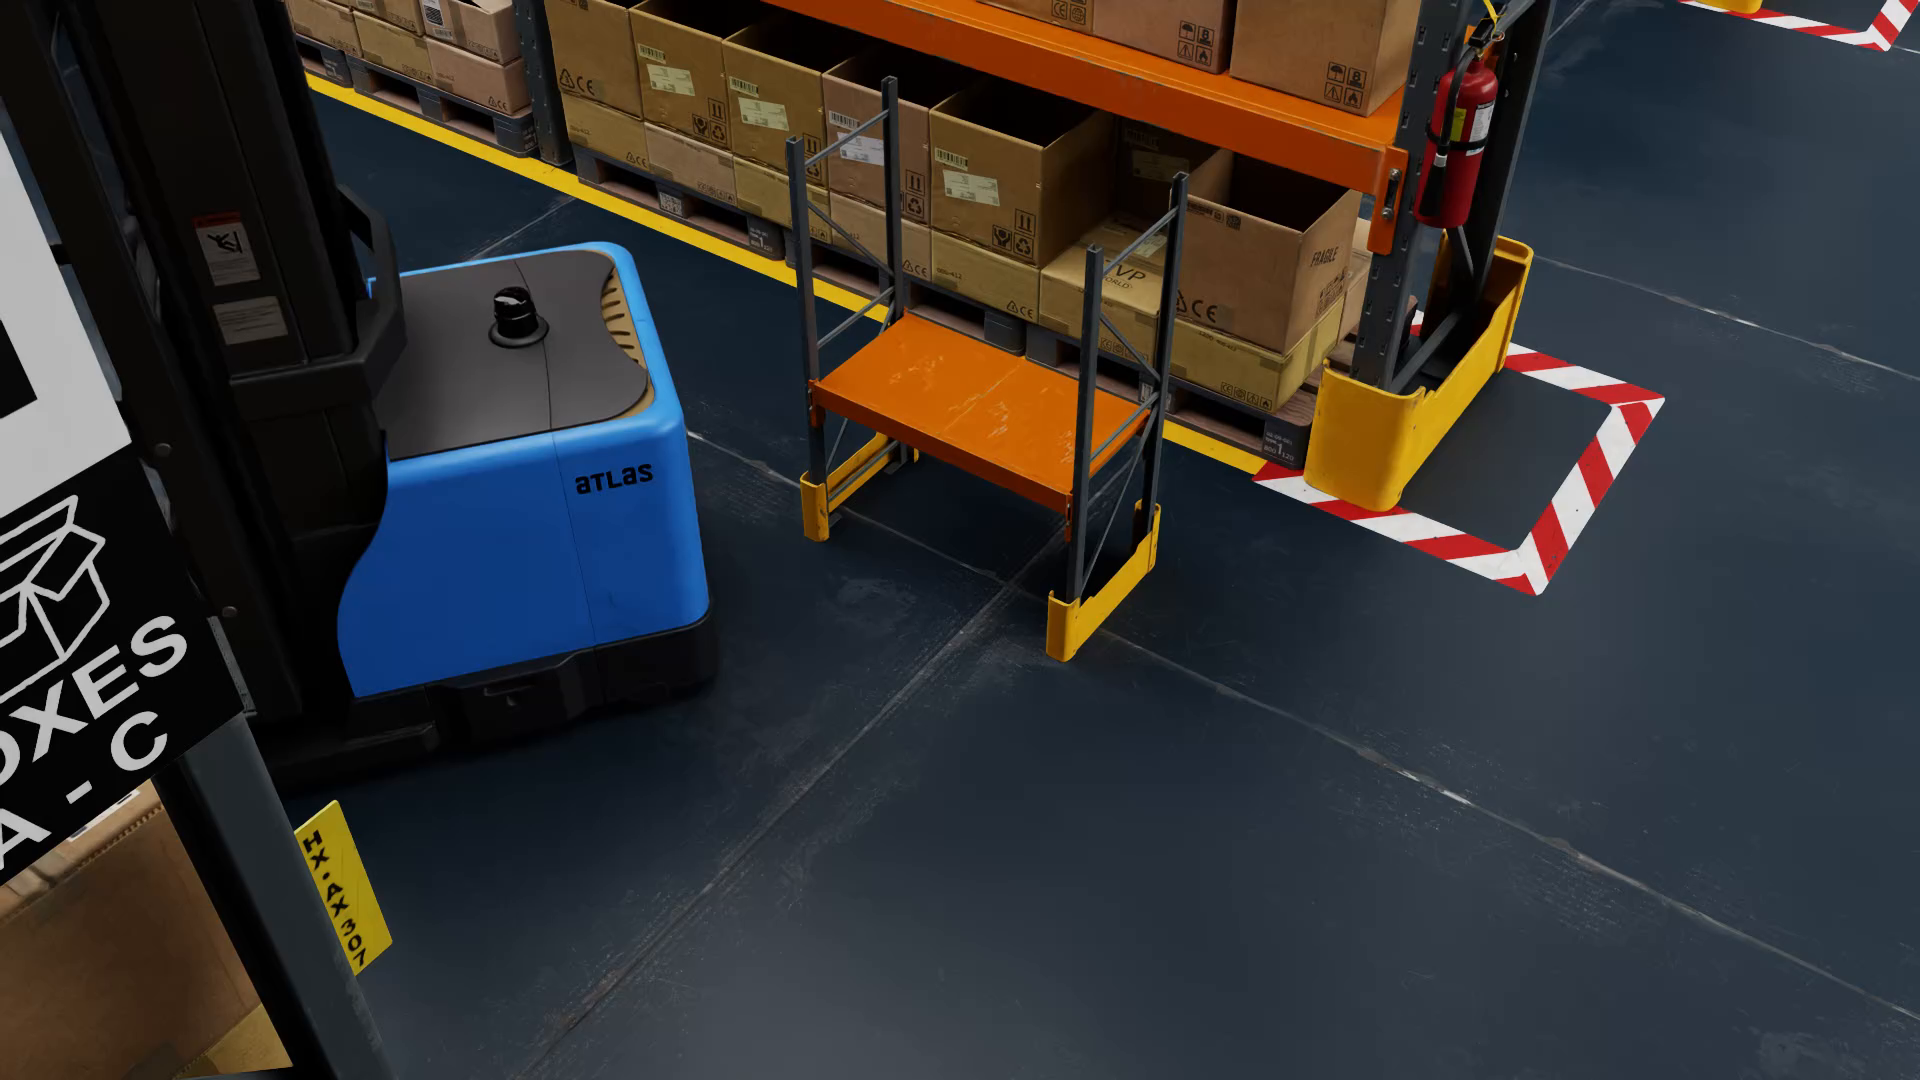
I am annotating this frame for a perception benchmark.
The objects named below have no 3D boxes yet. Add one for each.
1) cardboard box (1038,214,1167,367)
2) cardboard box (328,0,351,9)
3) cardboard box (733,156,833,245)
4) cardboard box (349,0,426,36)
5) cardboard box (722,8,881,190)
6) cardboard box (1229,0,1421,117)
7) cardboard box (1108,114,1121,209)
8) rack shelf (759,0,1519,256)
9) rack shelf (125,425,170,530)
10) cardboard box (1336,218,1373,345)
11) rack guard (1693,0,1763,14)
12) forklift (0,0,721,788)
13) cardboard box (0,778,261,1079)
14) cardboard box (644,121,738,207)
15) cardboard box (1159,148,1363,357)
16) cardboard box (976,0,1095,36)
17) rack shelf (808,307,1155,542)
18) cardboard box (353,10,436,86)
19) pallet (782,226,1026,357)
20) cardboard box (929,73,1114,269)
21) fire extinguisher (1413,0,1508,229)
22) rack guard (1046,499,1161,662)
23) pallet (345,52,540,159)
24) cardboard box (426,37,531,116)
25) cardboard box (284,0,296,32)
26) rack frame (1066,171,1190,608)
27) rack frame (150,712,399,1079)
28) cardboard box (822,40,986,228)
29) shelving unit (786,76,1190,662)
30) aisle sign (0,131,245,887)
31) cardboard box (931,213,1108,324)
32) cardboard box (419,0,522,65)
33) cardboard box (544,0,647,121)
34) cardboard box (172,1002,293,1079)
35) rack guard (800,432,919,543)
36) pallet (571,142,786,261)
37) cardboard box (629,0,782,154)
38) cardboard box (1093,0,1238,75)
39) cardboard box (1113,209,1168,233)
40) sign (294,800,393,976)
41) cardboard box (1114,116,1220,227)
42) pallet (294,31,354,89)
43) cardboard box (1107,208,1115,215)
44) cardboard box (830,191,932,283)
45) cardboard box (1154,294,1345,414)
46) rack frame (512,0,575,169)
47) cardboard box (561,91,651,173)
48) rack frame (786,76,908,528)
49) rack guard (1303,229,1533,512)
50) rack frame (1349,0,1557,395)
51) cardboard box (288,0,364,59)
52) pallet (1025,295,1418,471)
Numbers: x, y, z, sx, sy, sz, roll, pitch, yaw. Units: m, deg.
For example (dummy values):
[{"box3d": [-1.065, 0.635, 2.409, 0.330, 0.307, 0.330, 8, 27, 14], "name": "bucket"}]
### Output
[{"box3d": [0.644, -0.953, 6.312, 0.500, 0.250, 0.500, 25, 48, 25], "name": "cardboard box"}, {"box3d": [-2.939, -2.851, 8.013, 0.500, 0.311, 0.500, 25, 47, 25], "name": "cardboard box"}, {"box3d": [-0.588, -1.524, 6.951, 0.500, 0.250, 0.500, 25, 48, 25], "name": "cardboard box"}, {"box3d": [-2.532, -2.659, 7.798, 0.500, 0.311, 0.500, 26, 48, 26], "name": "cardboard box"}, {"box3d": [-0.587, -1.804, 6.701, 0.500, 0.500, 0.500, 25, 48, 25], "name": "cardboard box"}, {"box3d": [1.294, -1.815, 5.454, 0.500, 0.500, 0.700, 25, 48, 25], "name": "cardboard box"}, {"box3d": [0.530, -1.705, 6.591, 0.500, 0.500, 0.500, 25, 48, 25], "name": "cardboard box"}, {"box3d": [0.031, -2.090, 6.375, 4.000, 0.370, 1.077, 25, 48, 25], "name": "rack shelf"}, {"box3d": [-2.810, -0.502, 2.351, 4.000, 0.370, 1.077, 25, 48, 25], "name": "rack shelf"}, {"box3d": [1.357, -1.051, 6.422, 0.500, 0.250, 0.500, 25, 48, 25], "name": "cardboard box"}, {"box3d": [4.427, -3.367, 9.138, 0.348, 0.500, 1.175, 25, 48, 25], "name": "rack guard"}, {"box3d": [-2.325, -0.637, 4.264, 3.031, 2.935, 1.130, -12, 43, -13], "name": "forklift"}, {"box3d": [-1.391, 0.536, 2.437, 0.500, 0.500, 0.500, 25, 48, 25], "name": "cardboard box"}, {"box3d": [-0.994, -1.718, 7.168, 0.500, 0.250, 0.500, 25, 48, 25], "name": "cardboard box"}, {"box3d": [1.059, -1.046, 5.854, 0.500, 0.500, 0.500, 25, 48, 25], "name": "cardboard box"}, {"box3d": [0.458, -2.207, 5.892, 0.500, 0.500, 0.700, 25, 48, 26], "name": "cardboard box"}, {"box3d": [0.070, -0.392, 5.333, 1.000, 0.185, 0.538, 25, 48, 25], "name": "rack shelf"}, {"box3d": [-2.525, -2.451, 7.986, 0.500, 0.250, 0.500, 24, 47, 25], "name": "cardboard box"}, {"box3d": [0.024, -1.290, 7.034, 1.213, 0.211, 1.003, 25, 48, 25], "name": "pallet"}, {"box3d": [0.232, -1.421, 6.273, 0.500, 0.500, 0.500, 25, 48, 25], "name": "cardboard box"}, {"box3d": [1.499, -1.264, 4.972, 0.183, 0.674, 0.296, 25, 48, 25], "name": "fire extinguisher"}, {"box3d": [0.470, 0.127, 5.421, 0.087, 0.250, 0.587, 25, 48, 25], "name": "rack guard"}, {"box3d": [-2.232, -2.345, 8.213, 1.213, 0.211, 1.003, 25, 48, 25], "name": "pallet"}, {"box3d": [-2.112, -2.256, 7.769, 0.500, 0.250, 0.500, 25, 47, 25], "name": "cardboard box"}, {"box3d": [-3.360, -2.842, 8.424, 0.500, 0.250, 0.500, 26, 48, 26], "name": "cardboard box"}, {"box3d": [0.486, -0.332, 4.996, 0.032, 1.500, 0.500, 25, 48, 25], "name": "rack frame"}, {"box3d": [-1.173, 1.114, 2.256, 0.127, 3.000, 1.000, 25, 48, 25], "name": "rack frame"}, {"box3d": [-0.177, -1.613, 6.488, 0.500, 0.500, 0.500, 25, 48, 25], "name": "cardboard box"}, {"box3d": [0.062, -0.530, 5.217, 1.083, 1.500, 0.587, 25, 48, 25], "name": "shelving unit"}, {"box3d": [-0.941, 0.009, 1.541, 0.004, 0.787, 0.394, 25, 48, 25], "name": "aisle sign"}, {"box3d": [0.233, -1.143, 6.525, 0.500, 0.250, 0.500, 25, 48, 25], "name": "cardboard box"}, {"box3d": [-2.102, -2.463, 7.580, 0.500, 0.311, 0.500, 25, 48, 25], "name": "cardboard box"}, {"box3d": [-1.406, -2.186, 7.129, 0.500, 0.500, 0.500, 25, 48, 25], "name": "cardboard box"}, {"box3d": [-1.390, 0.802, 2.702, 0.500, 0.250, 0.500, 24, 47, 24], "name": "cardboard box"}, {"box3d": [-0.345, -0.255, 5.847, 0.087, 0.250, 0.587, 25, 48, 25], "name": "rack guard"}, {"box3d": [-0.979, -1.757, 7.555, 1.213, 0.211, 1.003, 25, 48, 25], "name": "pallet"}, {"box3d": [-0.992, -1.999, 6.920, 0.500, 0.500, 0.500, 25, 48, 25], "name": "cardboard box"}, {"box3d": [0.861, -2.014, 5.676, 0.500, 0.500, 0.700, 26, 48, 26], "name": "cardboard box"}, {"box3d": [0.946, -1.240, 6.634, 0.500, 0.250, 0.500, 25, 48, 25], "name": "cardboard box"}, {"box3d": [-0.861, 0.495, 2.298, 0.005, 0.325, 0.100, 25, 48, 25], "name": "sign"}, {"box3d": [0.947, -1.521, 6.385, 0.500, 0.500, 0.500, 25, 48, 25], "name": "cardboard box"}, {"box3d": [-3.235, -2.812, 8.734, 1.213, 0.211, 1.003, 25, 48, 25], "name": "pallet"}, {"box3d": [0.537, -1.432, 6.848, 0.500, 0.250, 0.500, 25, 48, 25], "name": "cardboard box"}, {"box3d": [-0.175, -1.336, 6.740, 0.500, 0.250, 0.500, 25, 48, 25], "name": "cardboard box"}, {"box3d": [1.060, -0.768, 6.106, 0.500, 0.250, 0.500, 25, 48, 25], "name": "cardboard box"}, {"box3d": [-1.606, -3.124, 6.991, 0.127, 3.000, 1.000, 25, 48, 25], "name": "rack frame"}, {"box3d": [-1.401, -1.912, 7.385, 0.500, 0.250, 0.500, 25, 48, 25], "name": "cardboard box"}, {"box3d": [-0.346, -0.721, 5.431, 0.032, 1.500, 0.500, 25, 48, 25], "name": "rack frame"}, {"box3d": [1.688, -0.651, 6.103, 0.348, 0.500, 1.175, 25, 48, 25], "name": "rack guard"}, {"box3d": [1.669, -1.592, 5.280, 0.127, 3.000, 1.000, 25, 48, 25], "name": "rack frame"}, {"box3d": [-2.944, -2.646, 8.205, 0.500, 0.250, 0.500, 26, 48, 26], "name": "cardboard box"}, {"box3d": [1.019, -0.823, 6.511, 1.213, 0.211, 1.003, 25, 48, 25], "name": "pallet"}]
